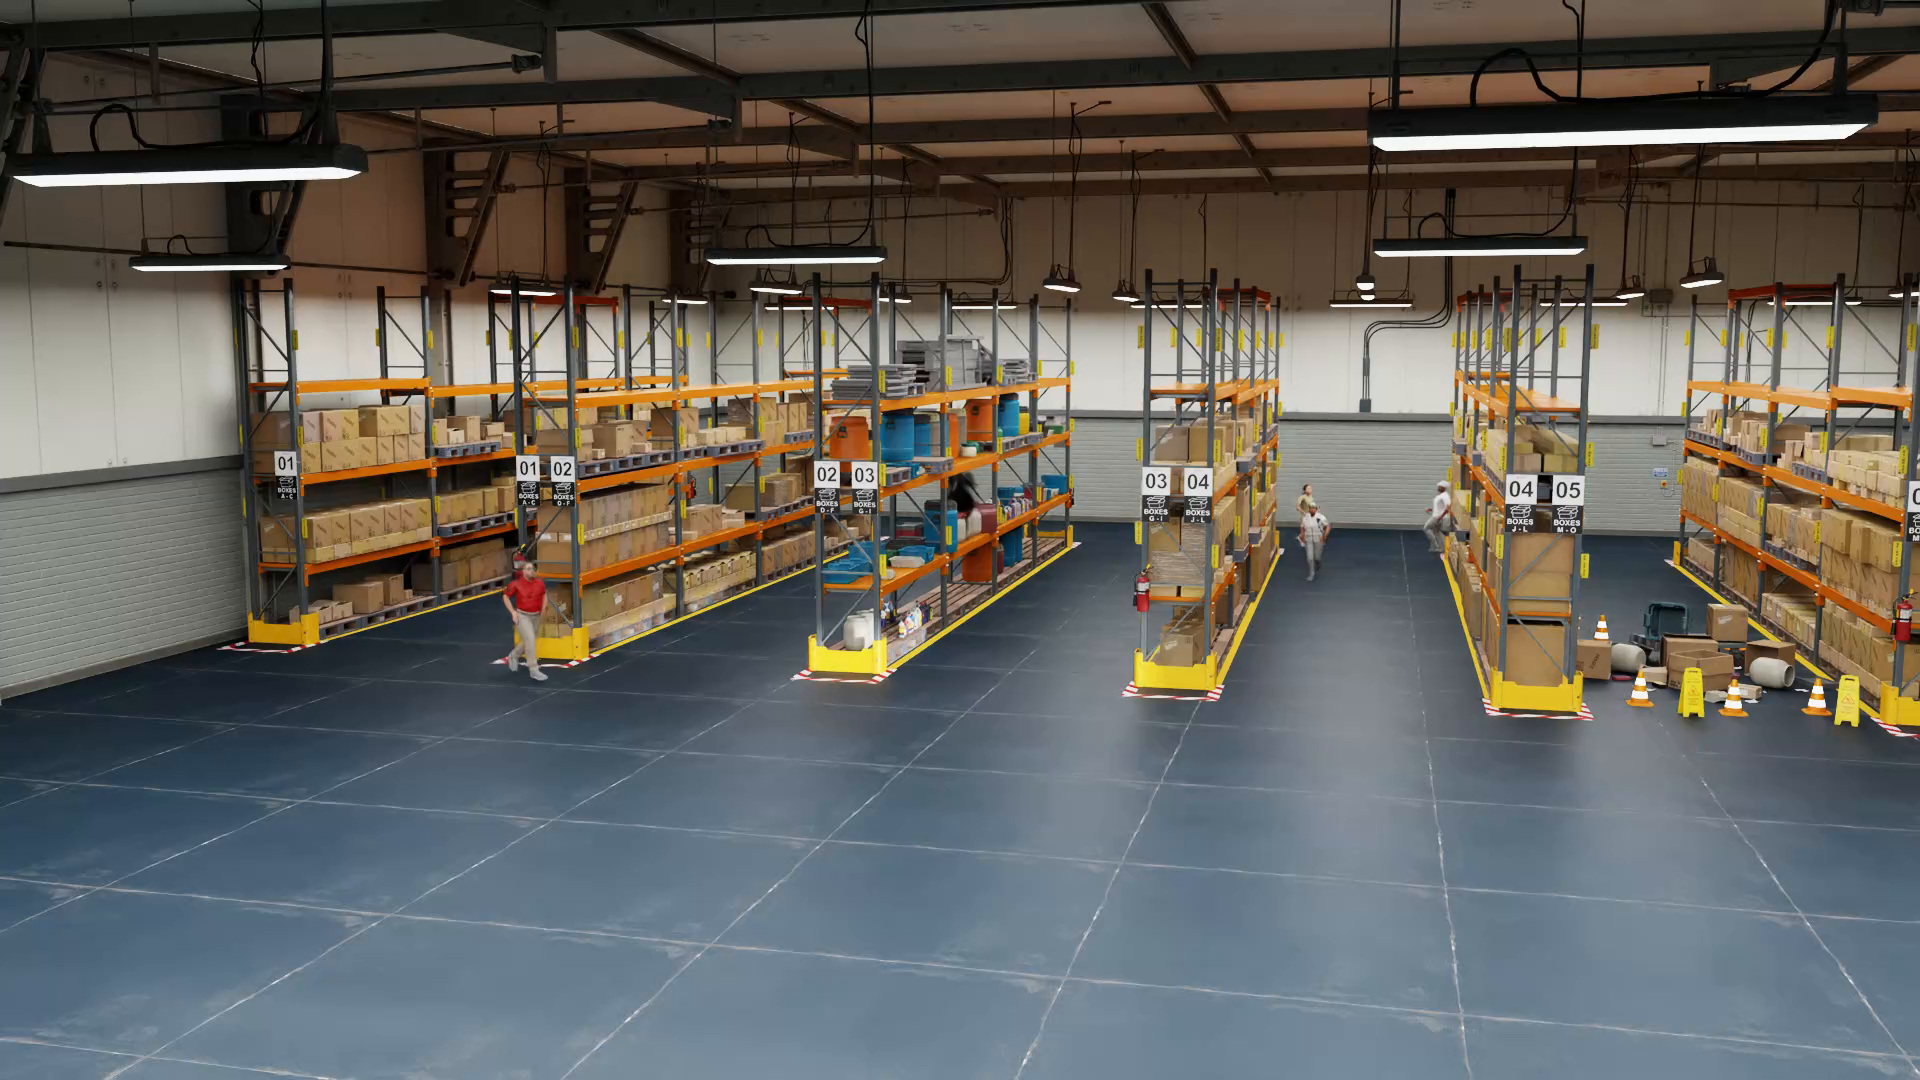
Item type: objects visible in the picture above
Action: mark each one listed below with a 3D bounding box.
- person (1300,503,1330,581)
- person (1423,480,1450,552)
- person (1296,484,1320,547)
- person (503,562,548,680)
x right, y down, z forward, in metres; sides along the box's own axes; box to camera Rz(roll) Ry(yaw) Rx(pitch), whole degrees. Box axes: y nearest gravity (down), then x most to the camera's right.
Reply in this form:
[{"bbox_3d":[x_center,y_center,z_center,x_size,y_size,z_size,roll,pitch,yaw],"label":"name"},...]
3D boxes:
[{"bbox_3d":[7.445,0.027,34.904,0.610,1.648,0.625,3,7,21],"label":"person"},{"bbox_3d":[11.274,-0.545,39.286,0.629,1.747,0.759,2,7,19],"label":"person"},{"bbox_3d":[8.323,-0.545,39.774,0.536,1.596,0.583,6,9,43],"label":"person"},{"bbox_3d":[-6.400,1.172,24.691,0.962,1.710,0.660,6,9,40],"label":"person"}]
